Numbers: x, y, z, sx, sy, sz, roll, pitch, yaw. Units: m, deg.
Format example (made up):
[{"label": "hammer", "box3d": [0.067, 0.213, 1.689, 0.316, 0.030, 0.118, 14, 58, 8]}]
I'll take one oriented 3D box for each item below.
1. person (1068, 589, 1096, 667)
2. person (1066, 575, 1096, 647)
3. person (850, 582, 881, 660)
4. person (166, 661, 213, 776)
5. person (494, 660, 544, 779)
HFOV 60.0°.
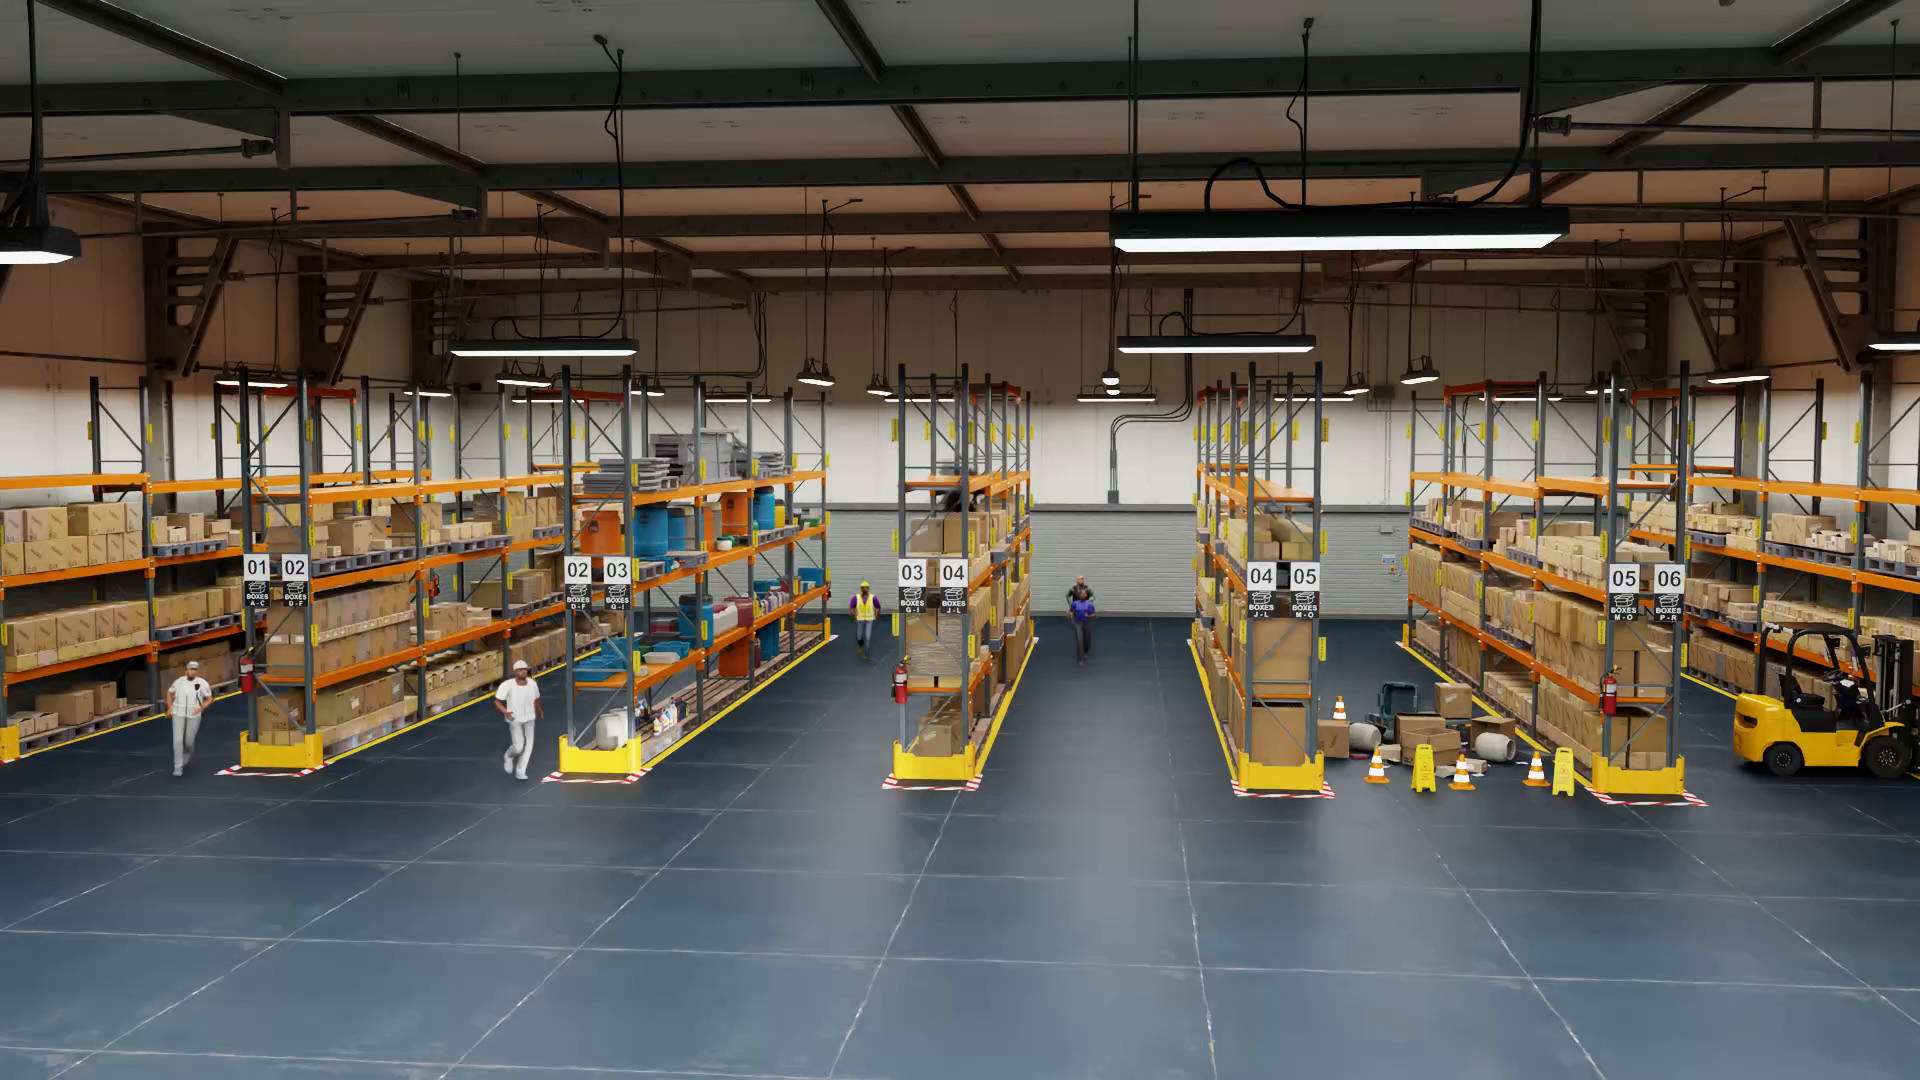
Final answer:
[{"label": "person", "box3d": [2.637, 1.871, 35.804, 0.584, 1.632, 0.918, 0, 4, 0]}, {"label": "person", "box3d": [2.816, 1.674, 38.701, 0.681, 1.721, 0.820, 0, 4, -4]}, {"label": "person", "box3d": [-2.096, 1.781, 36.825, 0.702, 1.719, 0.619, 0, 4, -2]}, {"label": "person", "box3d": [-11.410, 2.619, 24.635, 0.639, 1.657, 0.721, -1, 4, -20]}, {"label": "person", "box3d": [-6.359, 2.596, 24.051, 0.682, 1.721, 0.576, -3, 5, -39]}]
